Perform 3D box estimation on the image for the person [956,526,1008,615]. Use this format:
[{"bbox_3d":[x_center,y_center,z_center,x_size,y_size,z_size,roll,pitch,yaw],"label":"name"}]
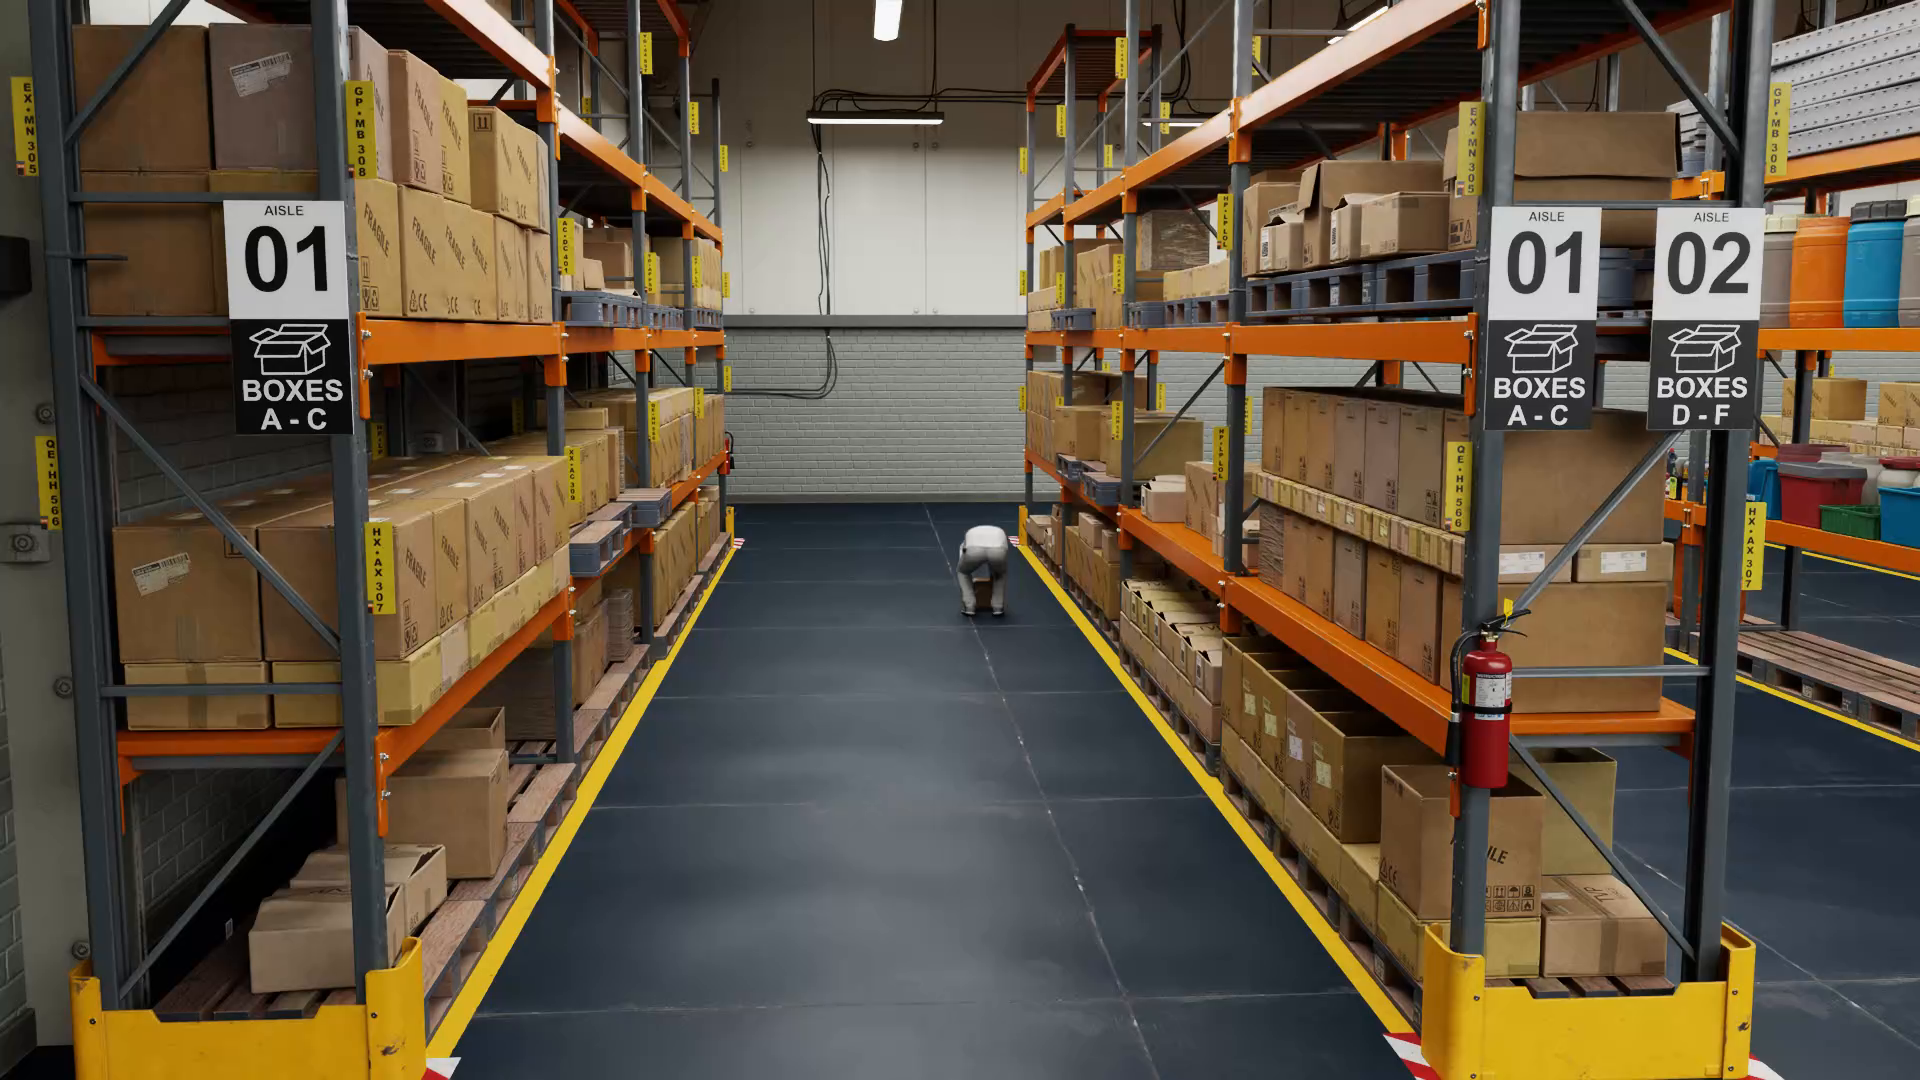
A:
[{"bbox_3d":[0.219,0.283,16.649,0.519,0.886,0.936,-1,7,-5],"label":"person"}]
